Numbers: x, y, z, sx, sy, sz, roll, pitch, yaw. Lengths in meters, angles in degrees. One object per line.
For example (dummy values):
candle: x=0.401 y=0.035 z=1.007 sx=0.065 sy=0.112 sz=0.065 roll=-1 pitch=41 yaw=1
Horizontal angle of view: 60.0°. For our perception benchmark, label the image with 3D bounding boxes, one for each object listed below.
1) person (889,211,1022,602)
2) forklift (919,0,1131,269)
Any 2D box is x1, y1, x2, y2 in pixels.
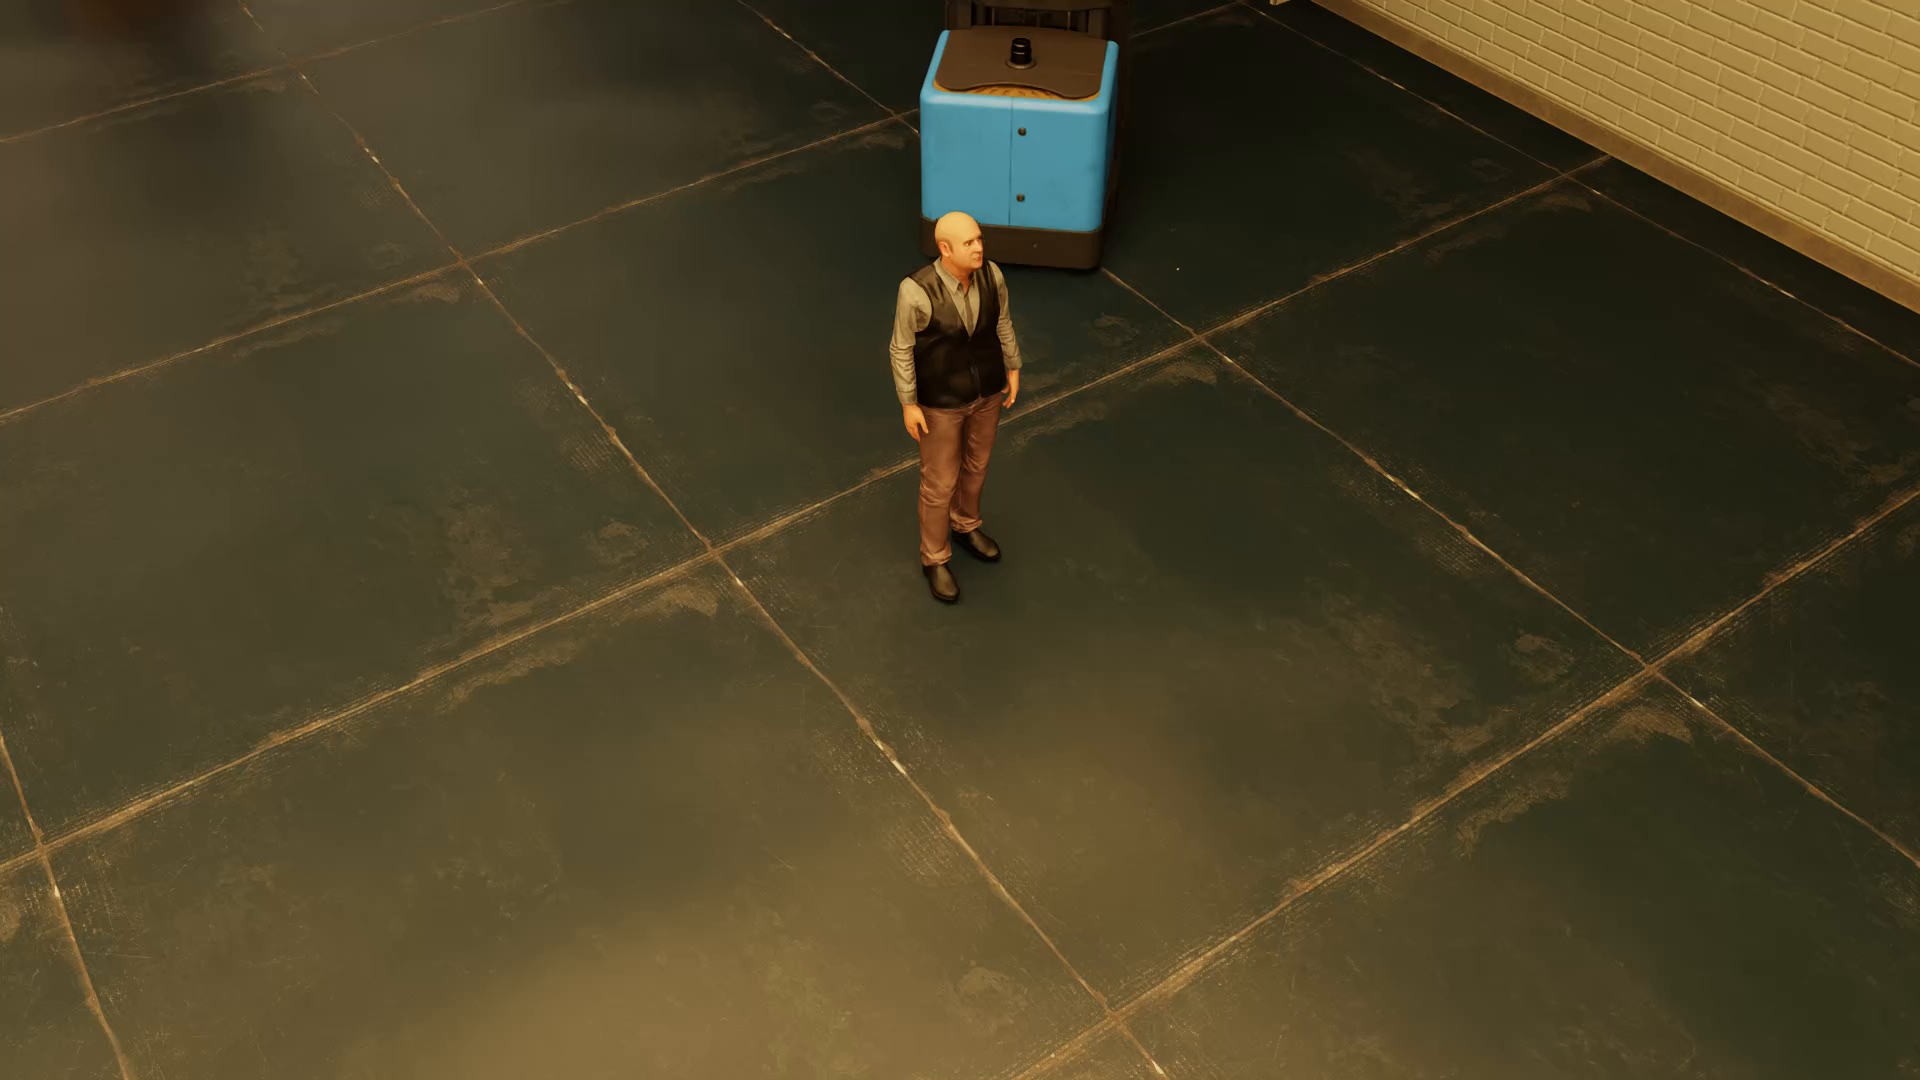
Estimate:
person: x=0.030 y=-0.600 z=7.249 sx=0.633 sy=1.722 sz=0.566 roll=-25 pitch=48 yaw=-25
forklift: x=0.491 y=-3.618 z=9.641 sx=1.130 sy=2.935 sz=3.031 roll=6 pitch=43 yaw=6
